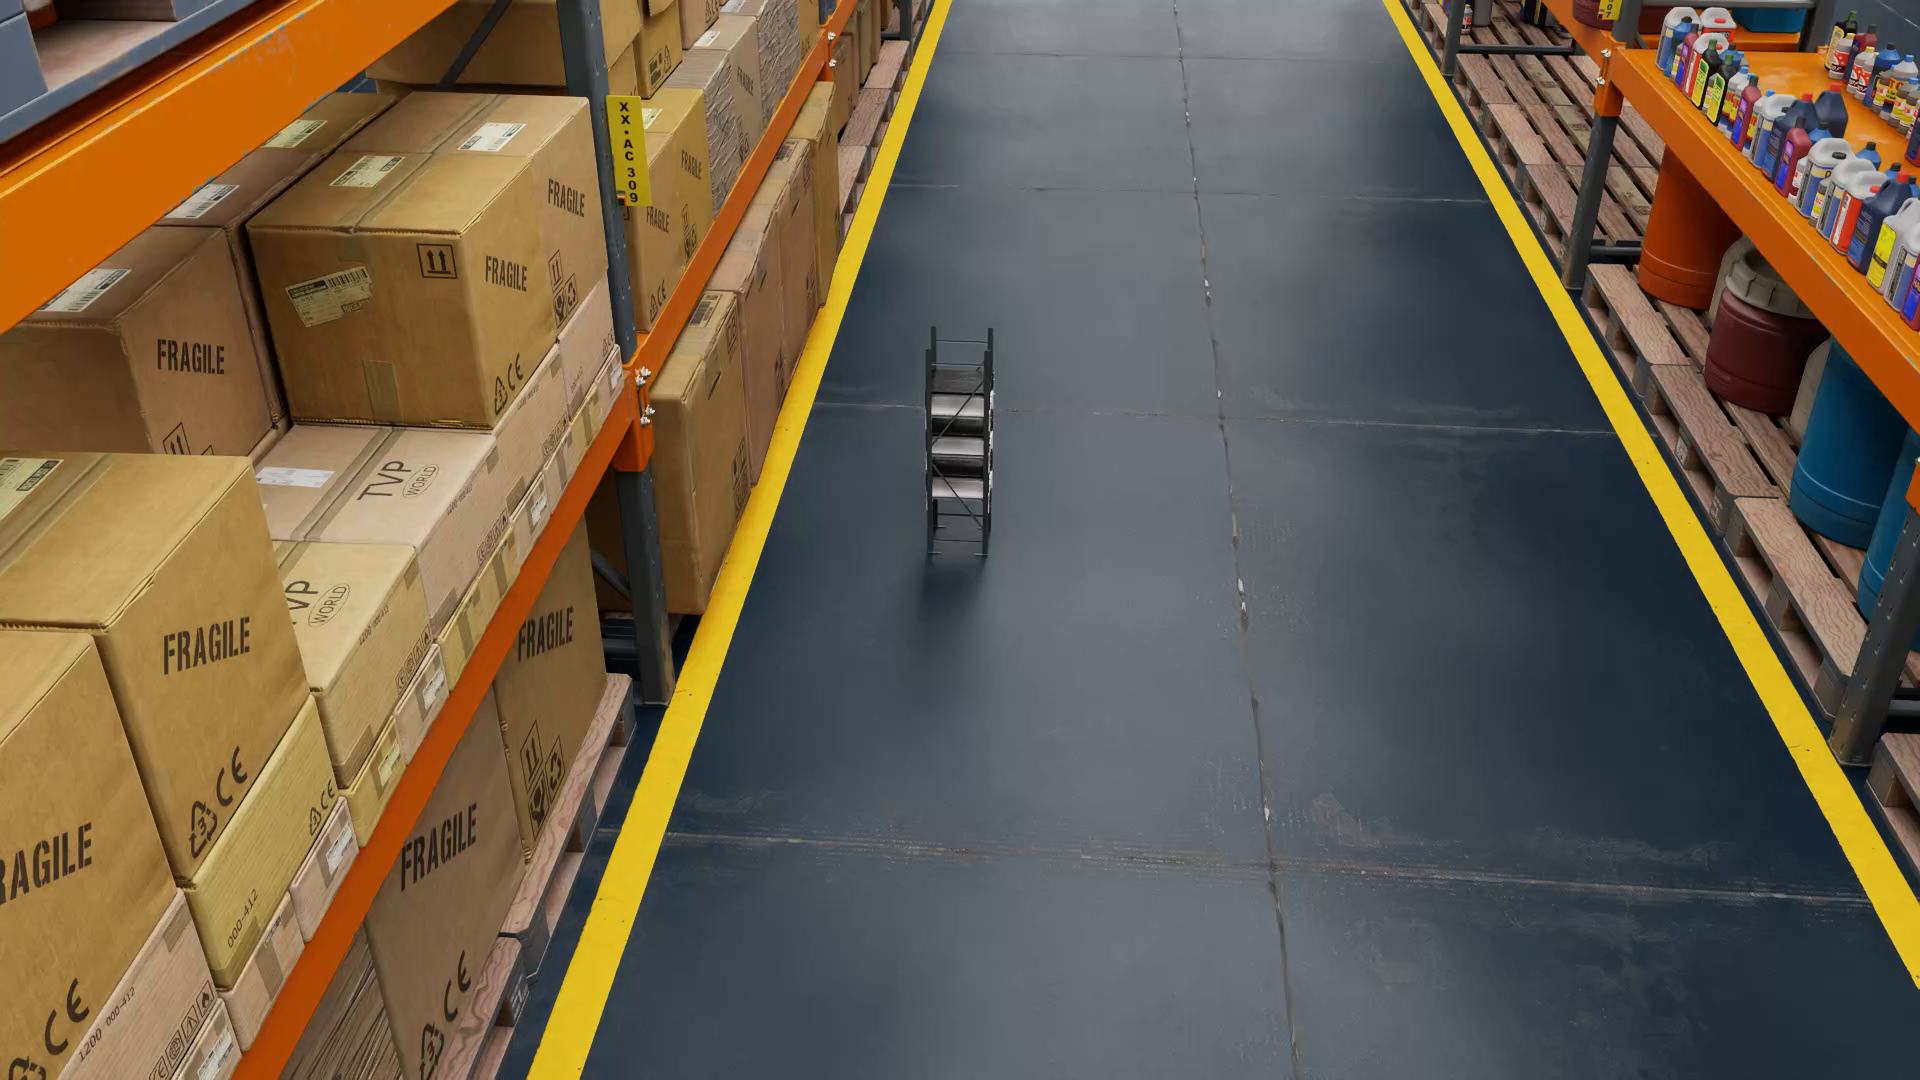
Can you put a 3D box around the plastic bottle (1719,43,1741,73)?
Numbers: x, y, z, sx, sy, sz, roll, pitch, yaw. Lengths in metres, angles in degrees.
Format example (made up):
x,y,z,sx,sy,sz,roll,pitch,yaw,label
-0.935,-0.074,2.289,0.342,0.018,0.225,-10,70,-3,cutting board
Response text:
x,y,z,sx,sy,sz,roll,pitch,yaw,label
3.380,-2.053,7.345,0.097,0.271,0.097,0,32,0,plastic bottle

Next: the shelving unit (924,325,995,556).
x,y,z,sx,sy,sz,roll,pitch,yaw,label
-0.001,-0.379,6.507,0.258,0.900,0.210,2,32,4,shelving unit

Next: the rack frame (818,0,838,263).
x,y,z,sx,sy,sz,roll,pitch,yaw,label
-1.185,-2.836,8.492,1.000,3.000,0.127,2,32,4,rack frame

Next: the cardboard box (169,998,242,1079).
x,y,z,sx,sy,sz,roll,pitch,yaw,label
-1.419,0.878,2.705,0.380,0.149,0.250,2,32,3,cardboard box

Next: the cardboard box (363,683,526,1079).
x,y,z,sx,sy,sz,roll,pitch,yaw,label
-1.718,0.794,4.227,0.875,0.875,0.875,2,32,4,cardboard box

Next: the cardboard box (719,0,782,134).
x,y,z,sx,sy,sz,roll,pitch,yaw,label
-1.064,-2.077,7.167,0.500,0.500,0.500,1,32,2,cardboard box

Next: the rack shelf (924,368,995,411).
x,y,z,sx,sy,sz,roll,pitch,yaw,label
-0.001,-0.580,6.383,0.258,0.077,0.200,2,32,4,rack shelf

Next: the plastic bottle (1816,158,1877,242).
x,y,z,sx,sy,sz,roll,pitch,yaw,label
3.217,-1.225,5.996,0.152,0.276,0.135,2,32,4,plastic bottle

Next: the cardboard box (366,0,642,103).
x,y,z,sx,sy,sz,roll,pitch,yaw,label
-1.467,-1.548,5.351,0.797,0.503,0.637,2,32,3,cardboard box

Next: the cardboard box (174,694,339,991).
x,y,z,sx,sy,sz,roll,pitch,yaw,label
-1.448,0.511,2.922,0.500,0.250,0.500,1,32,2,cardboard box

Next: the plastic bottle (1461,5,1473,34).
x,y,z,sx,sy,sz,roll,pitch,yaw,label
3.796,-3.915,12.491,0.097,0.201,0.097,0,32,0,plastic bottle

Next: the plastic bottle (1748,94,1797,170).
x,y,z,sx,sy,sz,roll,pitch,yaw,label
3.281,-1.634,6.660,0.152,0.276,0.135,2,32,4,plastic bottle

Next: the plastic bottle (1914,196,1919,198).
x,y,z,sx,sy,sz,roll,pitch,yaw,label
3.333,-1.097,5.717,0.144,0.351,0.185,2,32,4,plastic bottle

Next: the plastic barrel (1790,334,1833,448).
x,y,z,sx,sy,sz,roll,pitch,yaw,label
3.680,-0.598,6.832,0.421,0.512,0.421,0,32,0,plastic barrel

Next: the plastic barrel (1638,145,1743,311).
x,y,z,sx,sy,sz,roll,pitch,yaw,label
3.728,-1.622,8.192,0.600,0.830,0.708,2,32,4,plastic barrel

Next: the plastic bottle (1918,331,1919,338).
x,y,z,sx,sy,sz,roll,pitch,yaw,label
3.118,-0.730,5.264,0.097,0.201,0.097,0,32,0,plastic bottle

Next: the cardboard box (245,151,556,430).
x,y,z,sx,sy,sz,roll,pitch,yaw,label
-1.327,-0.612,4.029,0.500,0.500,0.500,3,32,4,cardboard box

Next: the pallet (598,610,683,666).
x,y,z,sx,sy,sz,roll,pitch,yaw,label
-1.523,0.036,6.490,1.003,0.211,1.213,2,32,4,pallet

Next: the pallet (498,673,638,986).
x,y,z,sx,sy,sz,roll,pitch,yaw,label
-1.651,0.837,5.190,1.003,0.211,1.213,2,32,4,pallet

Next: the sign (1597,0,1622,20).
x,y,z,sx,sy,sz,roll,pitch,yaw,label
3.202,-2.713,8.138,0.100,0.325,0.005,2,32,4,sign

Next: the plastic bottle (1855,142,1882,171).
x,y,z,sx,sy,sz,roll,pitch,yaw,label
3.362,-1.348,6.201,0.097,0.271,0.097,0,32,0,plastic bottle

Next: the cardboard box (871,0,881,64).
x,y,z,sx,sy,sz,roll,pitch,yaw,label
-0.931,-3.730,11.907,0.700,0.500,0.500,0,32,0,cardboard box

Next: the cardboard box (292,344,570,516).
x,y,z,sx,sy,sz,roll,pitch,yaw,label
-1.325,-0.294,4.227,0.500,0.250,0.500,3,32,5,cardboard box

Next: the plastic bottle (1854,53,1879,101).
x,y,z,sx,sy,sz,roll,pitch,yaw,label
4.089,-2.079,7.453,0.097,0.201,0.097,0,32,0,plastic bottle

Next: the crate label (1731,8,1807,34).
x,y,z,sx,sy,sz,roll,pitch,yaw,label
4.159,-2.757,8.524,0.303,0.233,0.416,2,32,4,crate label

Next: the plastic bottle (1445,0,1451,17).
x,y,z,sx,sy,sz,roll,pitch,yaw,label
3.858,-4.225,12.852,0.144,0.351,0.185,1,32,2,plastic bottle

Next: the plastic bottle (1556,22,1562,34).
x,y,z,sx,sy,sz,roll,pitch,yaw,label
4.548,-3.913,12.488,0.097,0.201,0.097,0,32,0,plastic bottle

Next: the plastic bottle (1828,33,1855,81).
x,y,z,sx,sy,sz,roll,pitch,yaw,label
4.116,-2.250,7.732,0.097,0.201,0.097,0,32,0,plastic bottle

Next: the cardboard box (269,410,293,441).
x,y,z,sx,sy,sz,roll,pitch,yaw,label
-1.856,-0.312,4.257,0.500,0.250,0.500,2,32,4,cardboard box

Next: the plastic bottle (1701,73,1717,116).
x,y,z,sx,sy,sz,roll,pitch,yaw,label
3.309,-1.956,7.254,0.097,0.201,0.097,0,32,0,plastic bottle

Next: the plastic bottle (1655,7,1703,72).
x,y,z,sx,sy,sz,roll,pitch,yaw,label
3.394,-2.359,7.837,0.152,0.276,0.135,2,32,4,plastic bottle

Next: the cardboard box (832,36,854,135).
x,y,z,sx,sy,sz,roll,pitch,yaw,label
-1.079,-2.897,10.555,0.700,0.500,0.500,5,32,8,cardboard box

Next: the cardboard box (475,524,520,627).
x,y,z,sx,sy,sz,roll,pitch,yaw,label
-1.293,0.075,4.009,0.380,0.149,0.250,3,32,5,cardboard box

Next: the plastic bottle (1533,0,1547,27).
x,y,z,sx,sy,sz,roll,pitch,yaw,label
4.433,-4.069,12.663,0.061,0.283,0.133,2,32,4,plastic bottle

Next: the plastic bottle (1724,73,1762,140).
x,y,z,sx,sy,sz,roll,pitch,yaw,label
3.282,-1.814,6.957,0.097,0.271,0.097,0,32,0,plastic bottle

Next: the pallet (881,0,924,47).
x,y,z,sx,sy,sz,roll,pitch,yaw,label
-0.840,-4.093,13.190,1.003,0.211,1.213,2,32,4,pallet

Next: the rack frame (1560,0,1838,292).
x,y,z,sx,sy,sz,roll,pitch,yaw,label
3.751,-2.624,8.149,1.000,3.000,0.127,2,32,4,rack frame

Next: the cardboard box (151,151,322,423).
x,y,z,sx,sy,sz,roll,pitch,yaw,label
-1.853,-0.629,4.057,0.500,0.500,0.500,2,32,4,cardboard box

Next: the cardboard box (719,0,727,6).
x,y,z,sx,sy,sz,roll,pitch,yaw,label
-1.317,-2.583,7.031,0.797,0.503,0.637,3,32,5,cardboard box

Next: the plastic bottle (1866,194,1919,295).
x,y,z,sx,sy,sz,roll,pitch,yaw,label
3.174,-1.006,5.570,0.144,0.351,0.185,2,32,4,plastic bottle

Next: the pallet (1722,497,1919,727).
x,y,z,sx,sy,sz,roll,pitch,yaw,label
3.530,0.253,6.138,1.003,0.211,1.213,2,32,4,pallet

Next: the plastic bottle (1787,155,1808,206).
x,y,z,sx,sy,sz,roll,pitch,yaw,label
3.218,-1.376,6.313,0.097,0.201,0.097,0,32,0,plastic bottle

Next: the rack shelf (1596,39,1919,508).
x,y,z,sx,sy,sz,roll,pitch,yaw,label
3.588,-1.272,6.641,1.077,0.370,4.000,2,32,4,rack shelf

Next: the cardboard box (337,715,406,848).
x,y,z,sx,sy,sz,roll,pitch,yaw,label
-1.355,0.479,3.354,0.380,0.149,0.250,2,32,3,cardboard box

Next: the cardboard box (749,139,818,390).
x,y,z,sx,sy,sz,roll,pitch,yaw,label
-1.342,-1.284,7.600,1.225,0.875,0.875,3,32,4,cardboard box

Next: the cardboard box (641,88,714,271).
x,y,z,sx,sy,sz,roll,pitch,yaw,label
-1.184,-1.279,5.872,0.500,0.500,0.500,3,32,4,cardboard box

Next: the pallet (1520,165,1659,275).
x,y,z,sx,sy,sz,roll,pitch,yaw,label
3.853,-1.840,9.535,1.003,0.211,1.213,2,32,4,pallet

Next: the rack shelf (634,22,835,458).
x,y,z,sx,sy,sz,roll,pitch,yaw,label
-1.348,-1.484,6.984,1.077,0.370,4.000,2,32,4,rack shelf

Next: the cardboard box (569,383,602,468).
x,y,z,sx,sy,sz,roll,pitch,yaw,label
-1.230,-0.329,4.664,0.380,0.149,0.250,3,32,5,cardboard box

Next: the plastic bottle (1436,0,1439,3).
x,y,z,sx,sy,sz,roll,pitch,yaw,label
3.901,-4.447,13.283,0.152,0.276,0.135,3,32,5,plastic bottle

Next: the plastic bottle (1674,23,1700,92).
x,y,z,sx,sy,sz,roll,pitch,yaw,label
3.322,-2.192,7.559,0.061,0.283,0.133,2,32,4,plastic bottle

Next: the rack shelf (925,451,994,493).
x,y,z,sx,sy,sz,roll,pitch,yaw,label
-0.001,-0.274,6.572,0.258,0.077,0.200,2,32,4,rack shelf

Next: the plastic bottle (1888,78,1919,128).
x,y,z,sx,sy,sz,roll,pitch,yaw,label
4.058,-1.875,7.123,0.097,0.201,0.097,0,32,0,plastic bottle

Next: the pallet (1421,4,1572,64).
x,y,z,sx,sy,sz,roll,pitch,yaw,label
4.173,-3.878,12.841,1.003,0.211,1.213,2,32,4,pallet
